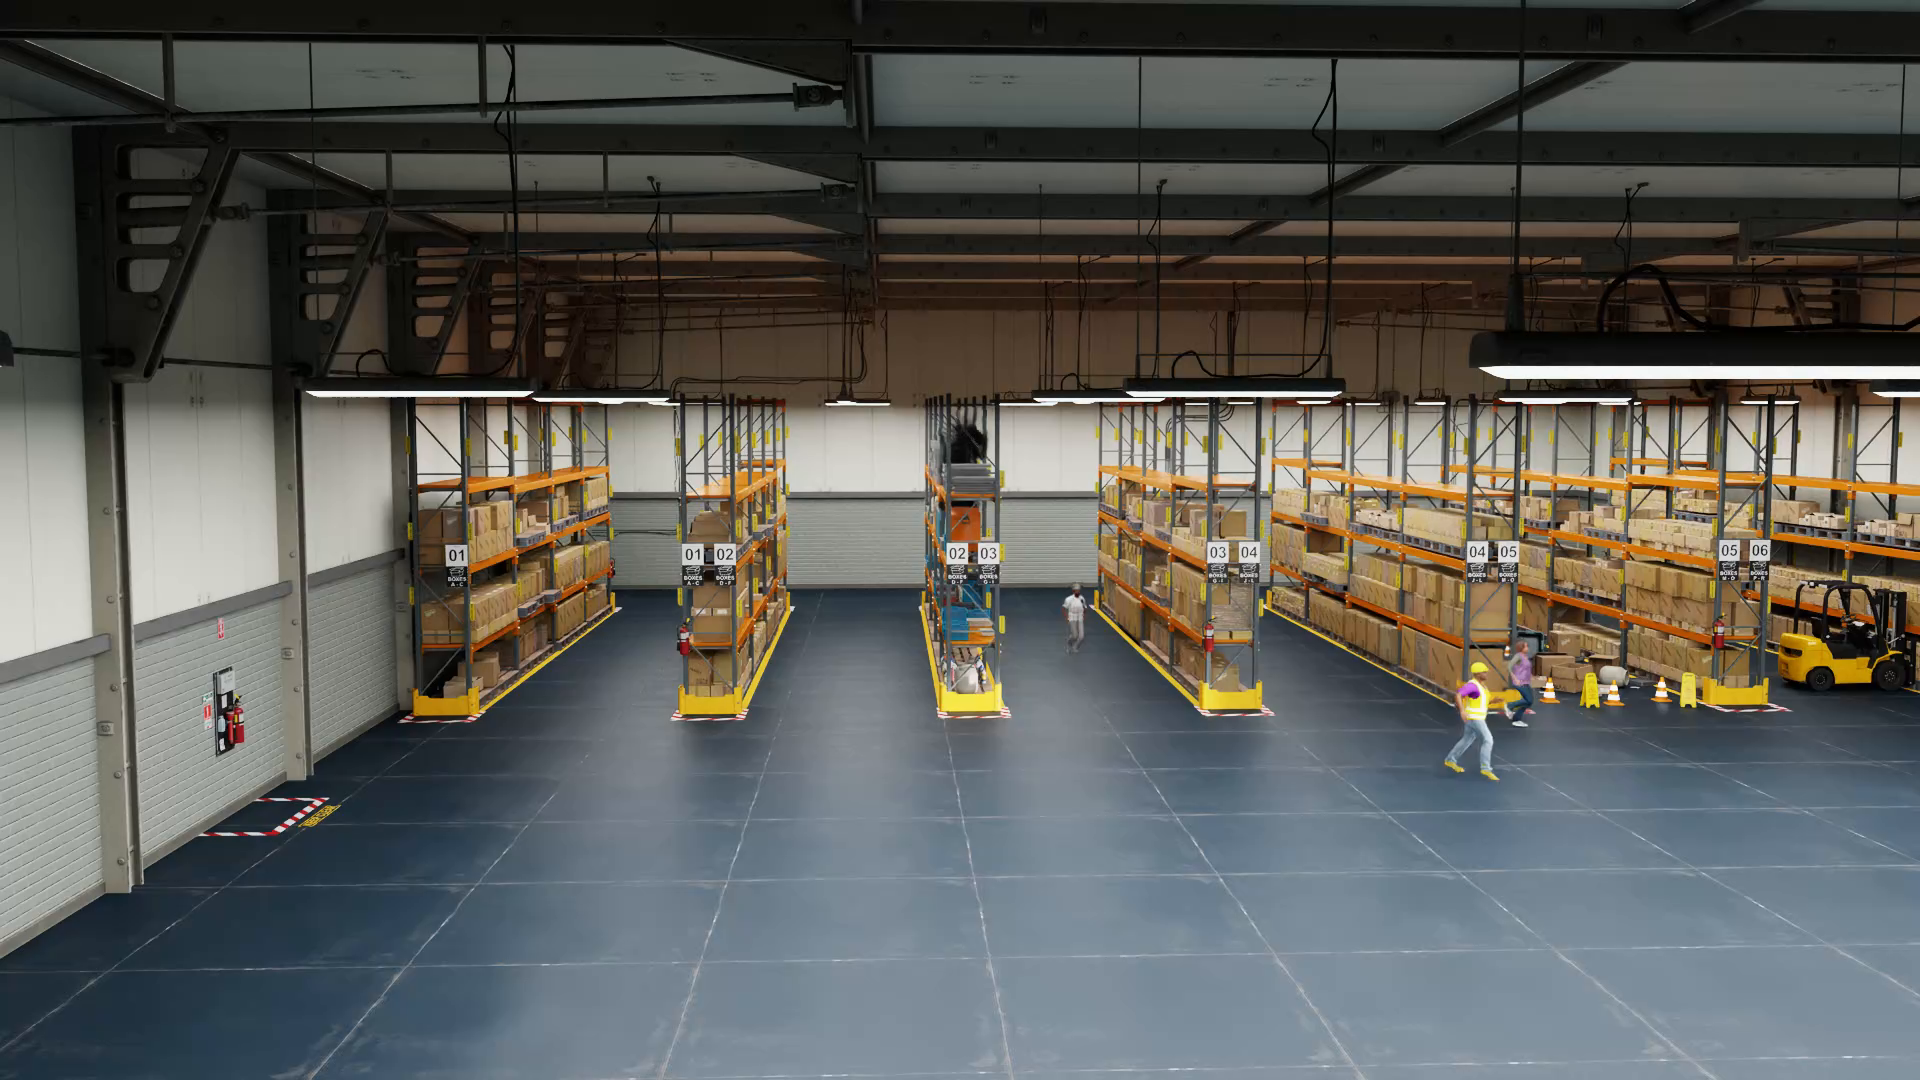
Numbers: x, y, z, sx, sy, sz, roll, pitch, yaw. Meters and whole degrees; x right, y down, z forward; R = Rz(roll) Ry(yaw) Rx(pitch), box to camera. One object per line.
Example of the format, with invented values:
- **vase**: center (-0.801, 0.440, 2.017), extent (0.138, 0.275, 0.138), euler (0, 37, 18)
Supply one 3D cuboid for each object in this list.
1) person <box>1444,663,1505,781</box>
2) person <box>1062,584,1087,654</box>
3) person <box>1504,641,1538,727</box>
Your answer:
- **person**: center (7.963, 2.799, 25.745), extent (0.874, 1.819, 0.675), euler (2, 5, 21)
- **person**: center (2.585, 1.765, 36.985), extent (0.574, 1.602, 0.528), euler (-1, 5, -17)
- **person**: center (10.116, 2.589, 29.936), extent (0.545, 1.552, 0.537), euler (4, 6, 42)
